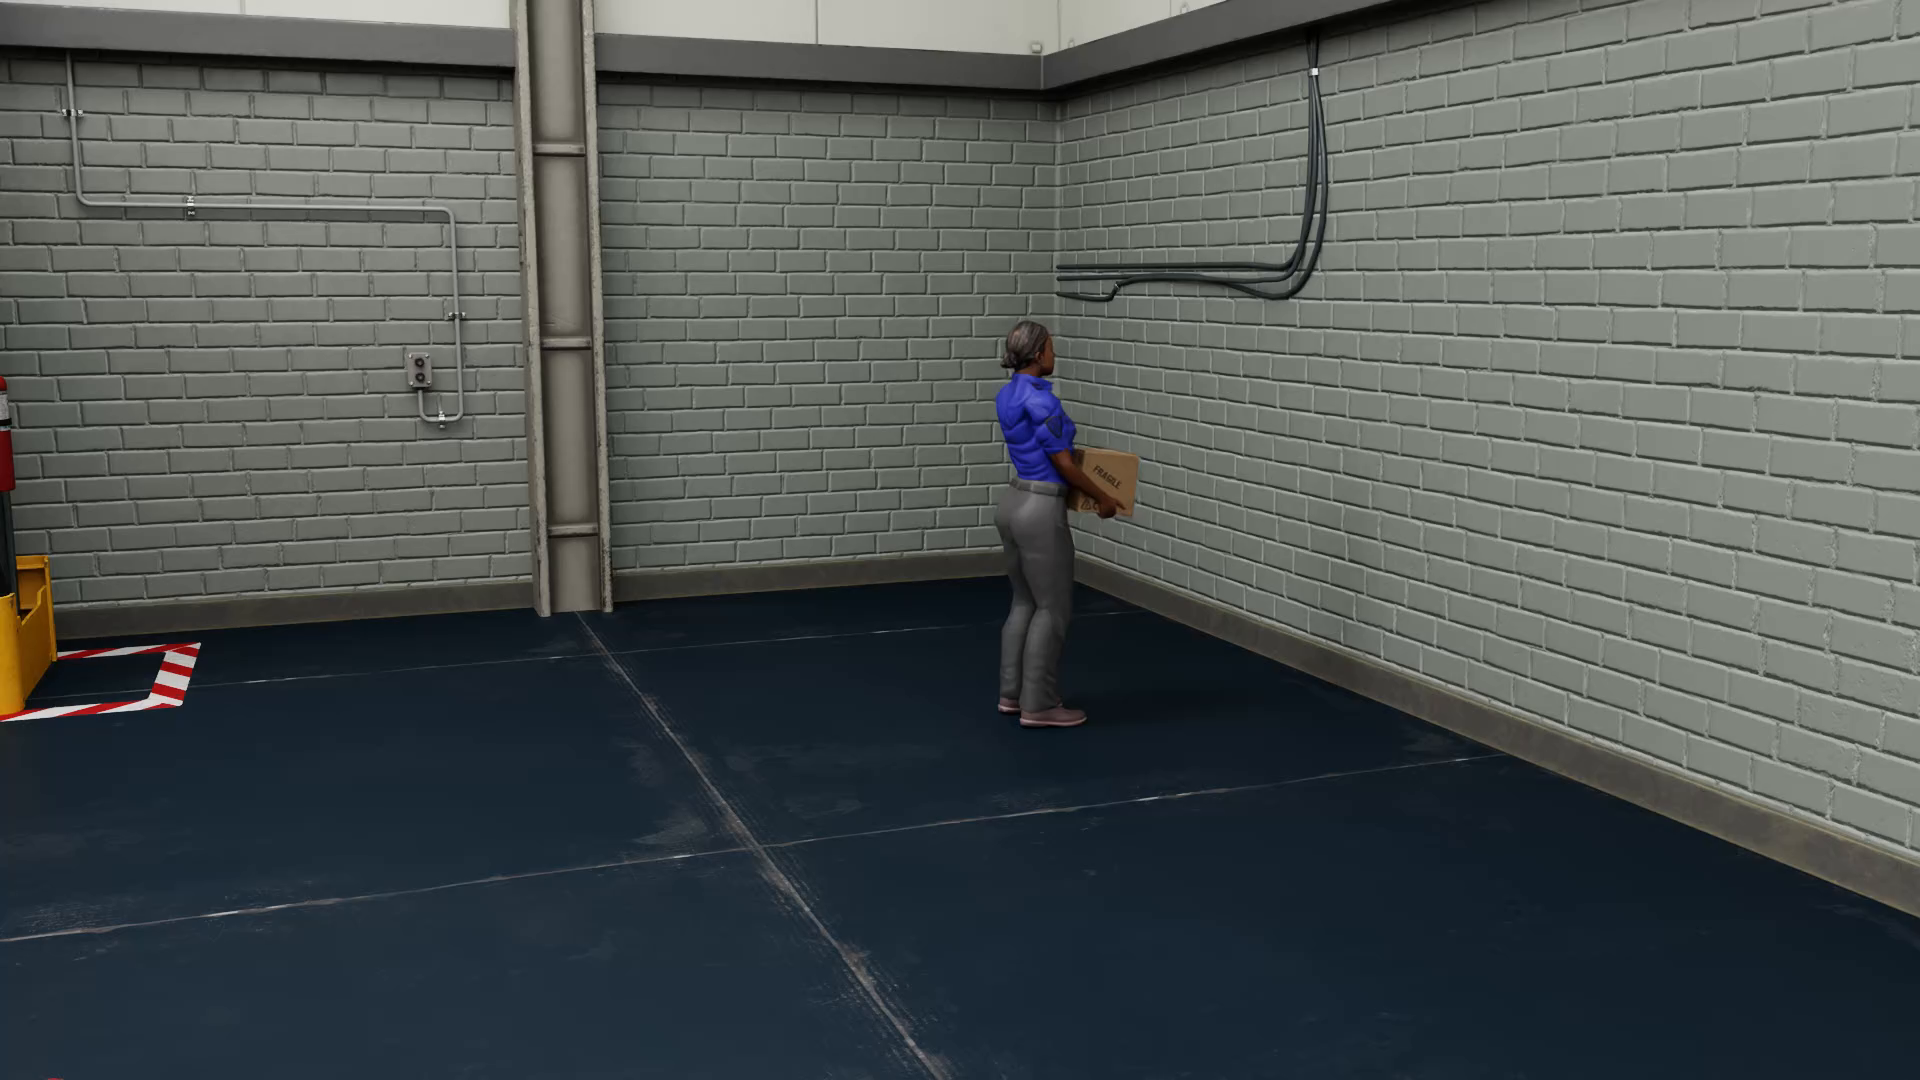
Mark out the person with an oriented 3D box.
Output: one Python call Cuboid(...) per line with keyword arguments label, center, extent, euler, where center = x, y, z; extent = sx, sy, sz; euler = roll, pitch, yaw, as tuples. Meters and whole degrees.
Cuboid(label="person", center=(0.399, -0.072, 6.865), extent=(0.500, 1.655, 0.449), euler=(-3, 10, -21))
